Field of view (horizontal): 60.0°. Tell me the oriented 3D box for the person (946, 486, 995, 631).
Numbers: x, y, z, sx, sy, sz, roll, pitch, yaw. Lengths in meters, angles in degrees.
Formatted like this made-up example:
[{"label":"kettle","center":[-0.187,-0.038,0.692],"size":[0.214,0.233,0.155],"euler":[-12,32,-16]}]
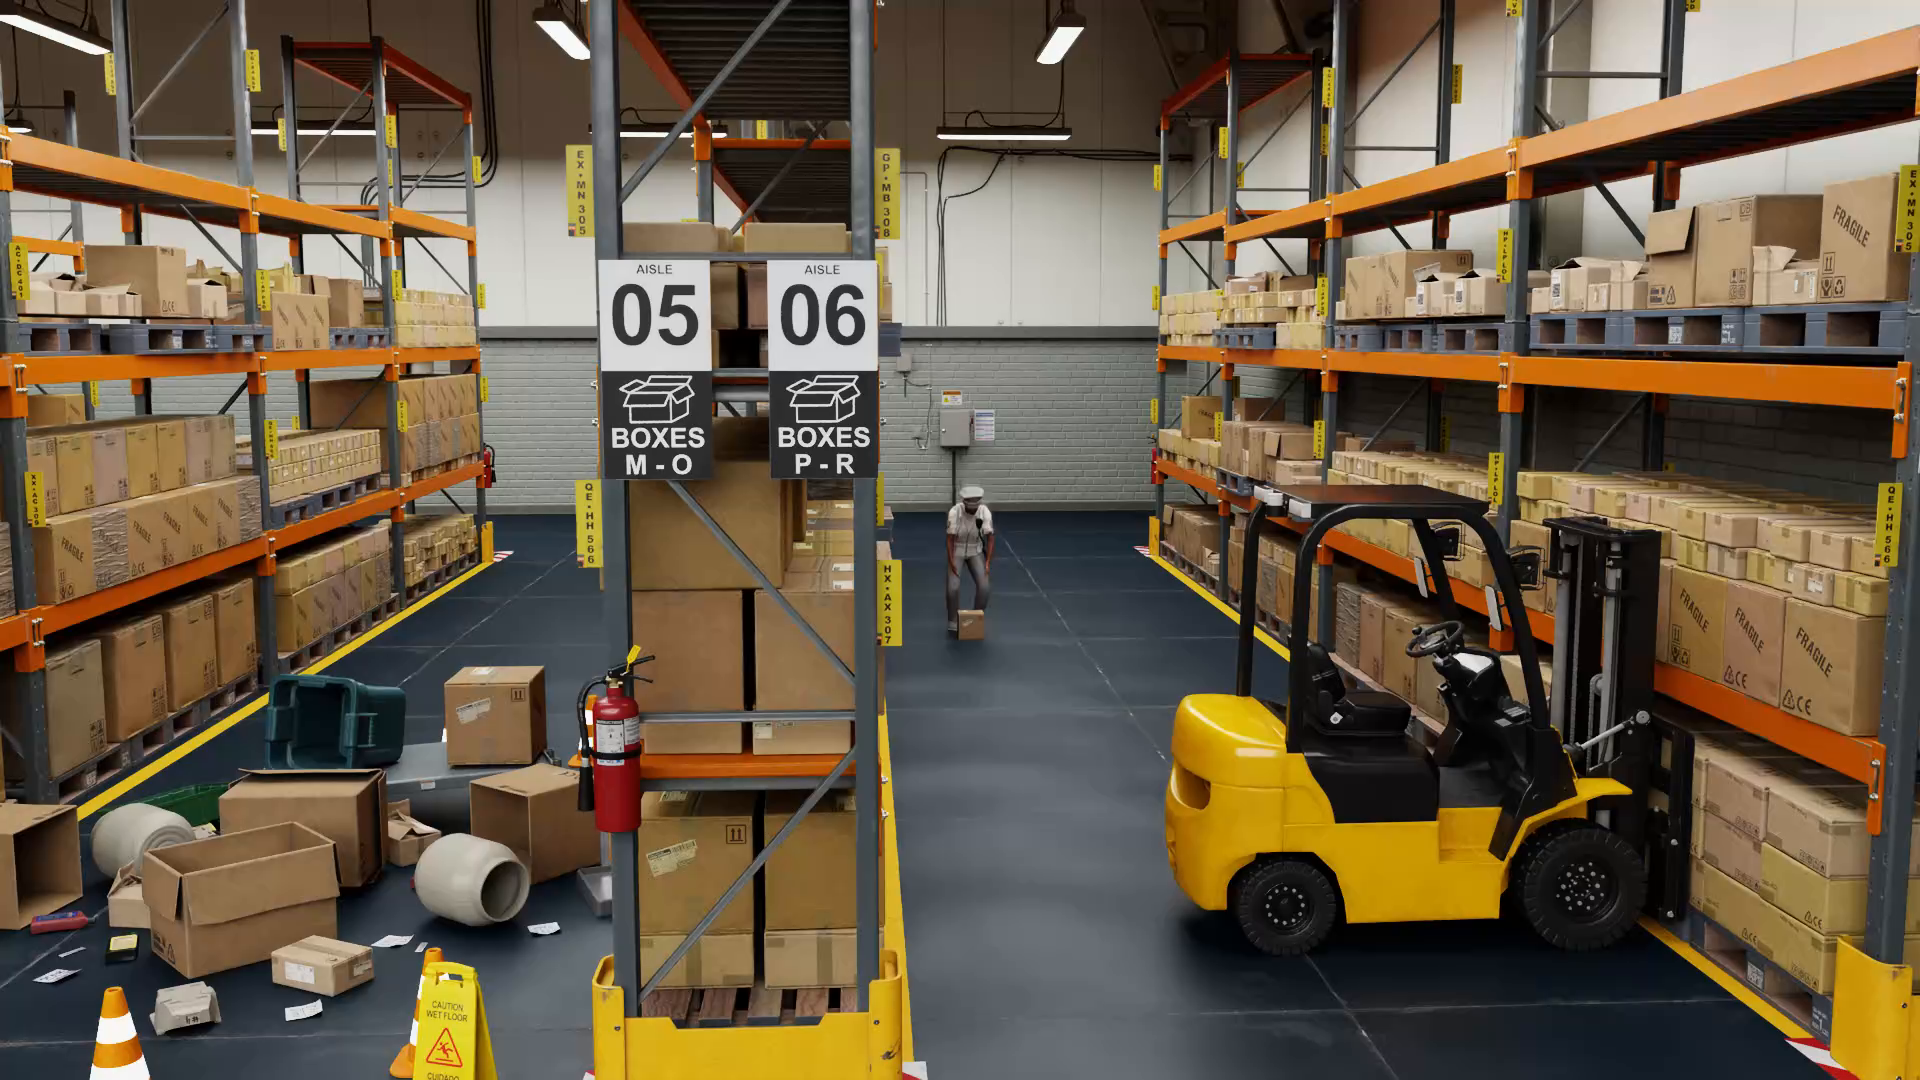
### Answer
[{"label":"person","center":[0.101,0.182,16.631],"size":[0.492,1.464,0.650],"euler":[0,7,-3]}]
